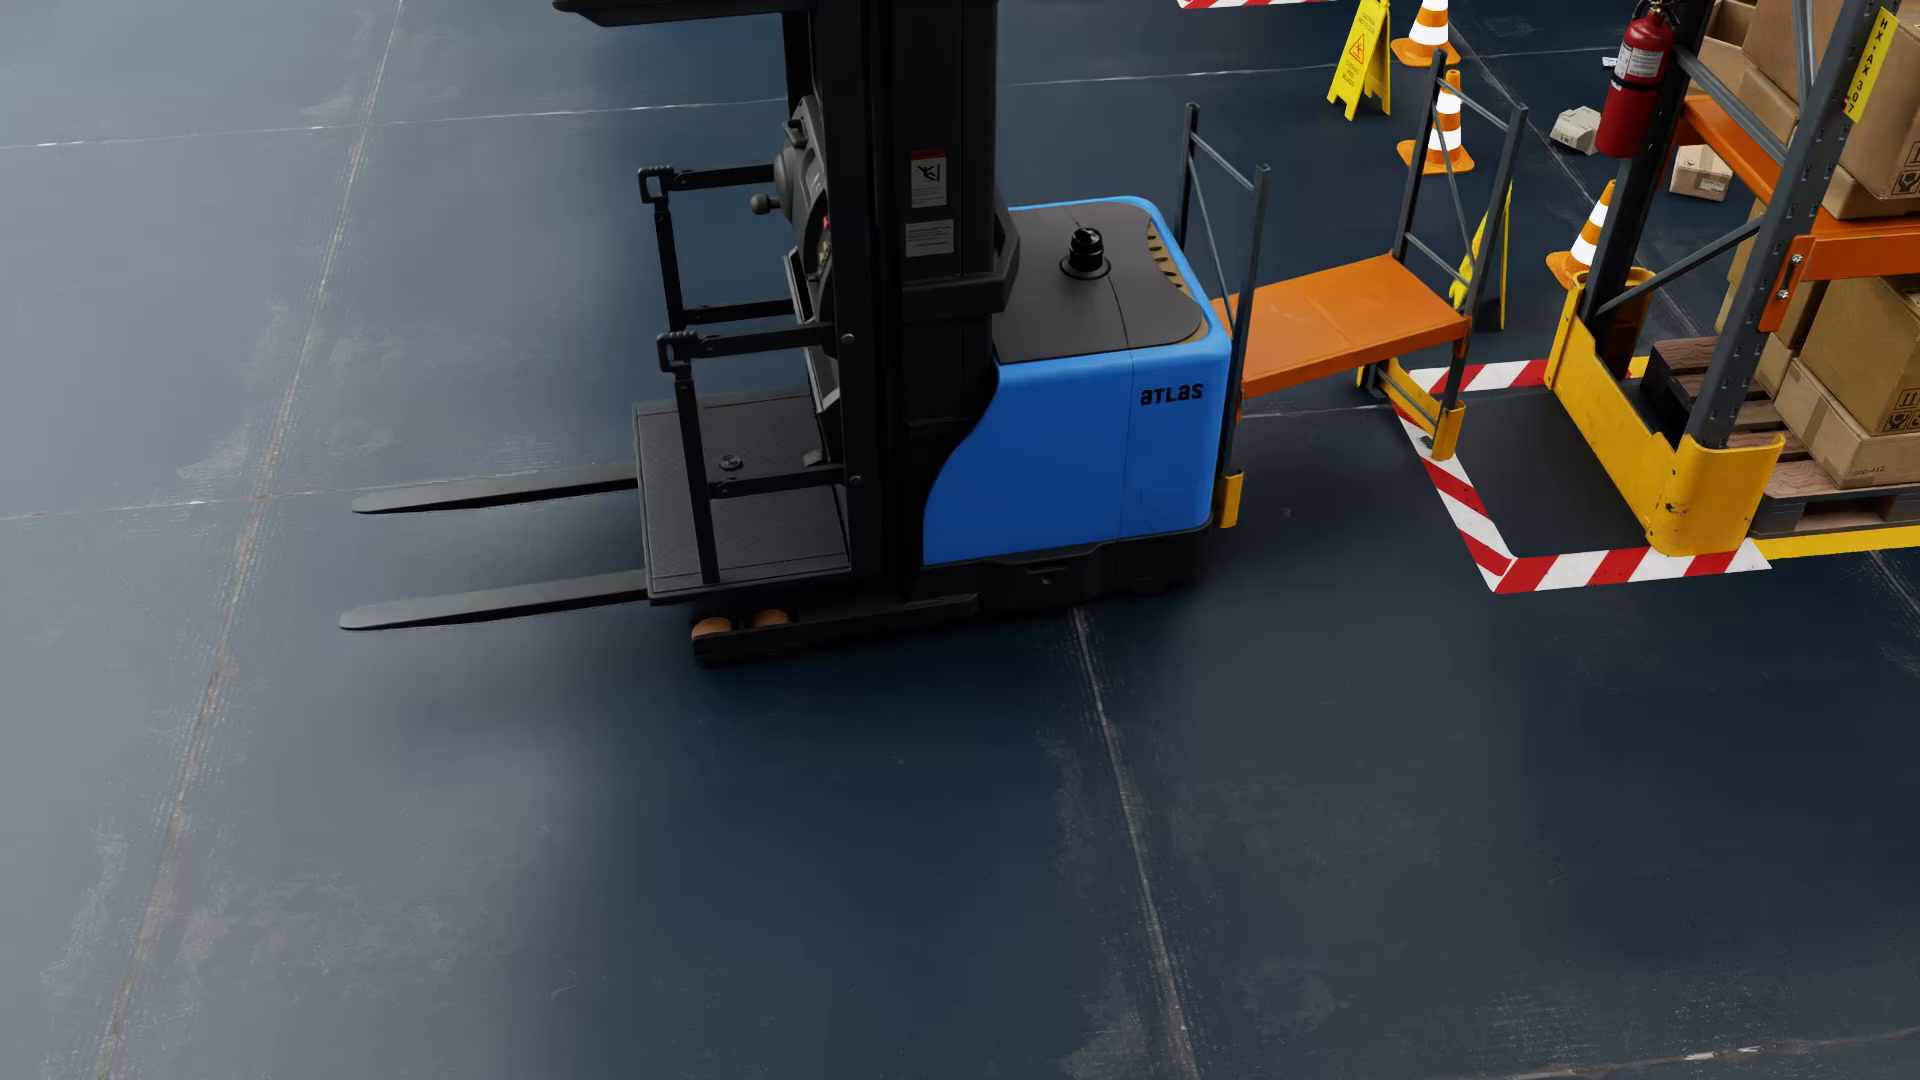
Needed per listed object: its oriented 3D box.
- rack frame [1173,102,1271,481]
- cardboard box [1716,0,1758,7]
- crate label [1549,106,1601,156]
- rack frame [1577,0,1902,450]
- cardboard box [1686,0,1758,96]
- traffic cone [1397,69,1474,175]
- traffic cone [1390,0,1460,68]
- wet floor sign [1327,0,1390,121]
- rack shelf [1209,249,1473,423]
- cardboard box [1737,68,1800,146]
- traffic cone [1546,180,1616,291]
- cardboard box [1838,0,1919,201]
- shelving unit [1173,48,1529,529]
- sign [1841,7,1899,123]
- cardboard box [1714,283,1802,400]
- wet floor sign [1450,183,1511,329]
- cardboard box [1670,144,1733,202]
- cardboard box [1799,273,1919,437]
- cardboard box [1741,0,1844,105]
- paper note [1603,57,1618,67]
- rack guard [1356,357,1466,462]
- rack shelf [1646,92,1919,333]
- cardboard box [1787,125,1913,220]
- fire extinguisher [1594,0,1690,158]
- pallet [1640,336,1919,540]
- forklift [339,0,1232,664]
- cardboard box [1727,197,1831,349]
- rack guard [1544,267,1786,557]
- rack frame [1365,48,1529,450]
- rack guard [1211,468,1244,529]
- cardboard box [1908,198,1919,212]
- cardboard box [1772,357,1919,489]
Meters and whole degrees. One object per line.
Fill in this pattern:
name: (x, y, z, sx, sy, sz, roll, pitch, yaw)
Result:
rack frame: (0.883, -0.779, 5.994, 0.032, 1.500, 0.500, -16, 45, -17)
cardboard box: (4.437, -3.325, 9.561, 0.500, 0.500, 0.500, 2, 42, 2)
crate label: (3.169, -2.090, 8.465, 0.298, 0.136, 0.250, -27, 49, -27)
rack frame: (2.619, -1.442, 5.609, 0.127, 3.000, 1.000, -5, 42, -6)
cardboard box: (4.032, -2.349, 8.479, 0.797, 0.503, 0.637, 32, 51, 30)
traffic cone: (2.397, -2.102, 8.235, 0.334, 0.463, 0.336, -5, 42, -6)
traffic cone: (2.588, -2.882, 9.099, 0.334, 0.463, 0.336, -5, 42, -6)
wet floor sign: (2.105, -2.529, 8.572, 0.232, 0.644, 0.267, -12, 43, -13)
rack shelf: (1.348, -0.783, 6.267, 1.000, 0.185, 0.538, -16, 45, -17)
cardboard box: (2.962, -1.523, 5.887, 0.250, 0.149, 0.380, -4, 42, -4)
traffic cone: (2.878, -1.394, 7.450, 0.334, 0.463, 0.336, -5, 42, -6)
cardboard box: (3.125, -1.447, 5.318, 0.500, 0.500, 0.500, -6, 42, -6)
shelving unit: (1.357, -0.919, 6.149, 1.083, 1.500, 0.587, -16, 45, -17)
sign: (2.689, -1.403, 4.920, 0.005, 0.325, 0.100, -5, 42, -6)
cardboard box: (3.409, -0.828, 6.668, 0.500, 0.250, 0.500, -5, 42, -6)
wet floor sign: (2.292, -1.262, 7.167, 0.232, 0.644, 0.267, 8, 43, 9)
cardboard box: (3.656, -1.839, 8.178, 0.250, 0.149, 0.380, 16, 44, 17)
cardboard box: (3.478, -0.744, 6.015, 0.500, 0.500, 0.500, -6, 42, -7)
cardboard box: (3.121, -1.820, 5.731, 0.500, 0.500, 0.500, -6, 42, -6)
paper note: (3.611, -2.623, 9.136, 0.142, 0.017, 0.144, 8, 43, 9)
rack guard: (1.812, -0.590, 6.717, 0.087, 0.250, 0.587, -16, 45, -17)
rack shelf: (4.602, -1.349, 6.043, 4.000, 0.370, 1.077, -5, 42, -6)
cardboard box: (2.983, -1.241, 5.574, 0.250, 0.149, 0.380, -5, 42, -5)
fire extinguisher: (2.446, -1.710, 5.963, 0.183, 0.674, 0.296, -5, 42, -6)
pallet: (3.504, -0.460, 6.603, 1.213, 0.211, 1.003, -5, 42, -6)
forklift: (-0.670, -1.046, 5.221, 3.031, 2.935, 1.130, -8, 43, -8)
cardboard box: (3.380, -1.098, 6.408, 0.500, 0.500, 0.500, -5, 42, -5)
rack guard: (2.694, -0.521, 6.454, 0.348, 0.500, 1.175, -5, 42, -6)
rack frame: (1.814, -1.054, 6.299, 0.032, 1.500, 0.500, -16, 45, -17)
rack guard: (0.901, -0.320, 6.418, 0.087, 0.250, 0.587, -16, 45, -17)
cardboard box: (3.231, -1.272, 5.609, 0.250, 0.149, 0.380, -4, 42, -5)
cardboard box: (3.455, -0.463, 6.264, 0.500, 0.250, 0.500, -5, 42, -6)
